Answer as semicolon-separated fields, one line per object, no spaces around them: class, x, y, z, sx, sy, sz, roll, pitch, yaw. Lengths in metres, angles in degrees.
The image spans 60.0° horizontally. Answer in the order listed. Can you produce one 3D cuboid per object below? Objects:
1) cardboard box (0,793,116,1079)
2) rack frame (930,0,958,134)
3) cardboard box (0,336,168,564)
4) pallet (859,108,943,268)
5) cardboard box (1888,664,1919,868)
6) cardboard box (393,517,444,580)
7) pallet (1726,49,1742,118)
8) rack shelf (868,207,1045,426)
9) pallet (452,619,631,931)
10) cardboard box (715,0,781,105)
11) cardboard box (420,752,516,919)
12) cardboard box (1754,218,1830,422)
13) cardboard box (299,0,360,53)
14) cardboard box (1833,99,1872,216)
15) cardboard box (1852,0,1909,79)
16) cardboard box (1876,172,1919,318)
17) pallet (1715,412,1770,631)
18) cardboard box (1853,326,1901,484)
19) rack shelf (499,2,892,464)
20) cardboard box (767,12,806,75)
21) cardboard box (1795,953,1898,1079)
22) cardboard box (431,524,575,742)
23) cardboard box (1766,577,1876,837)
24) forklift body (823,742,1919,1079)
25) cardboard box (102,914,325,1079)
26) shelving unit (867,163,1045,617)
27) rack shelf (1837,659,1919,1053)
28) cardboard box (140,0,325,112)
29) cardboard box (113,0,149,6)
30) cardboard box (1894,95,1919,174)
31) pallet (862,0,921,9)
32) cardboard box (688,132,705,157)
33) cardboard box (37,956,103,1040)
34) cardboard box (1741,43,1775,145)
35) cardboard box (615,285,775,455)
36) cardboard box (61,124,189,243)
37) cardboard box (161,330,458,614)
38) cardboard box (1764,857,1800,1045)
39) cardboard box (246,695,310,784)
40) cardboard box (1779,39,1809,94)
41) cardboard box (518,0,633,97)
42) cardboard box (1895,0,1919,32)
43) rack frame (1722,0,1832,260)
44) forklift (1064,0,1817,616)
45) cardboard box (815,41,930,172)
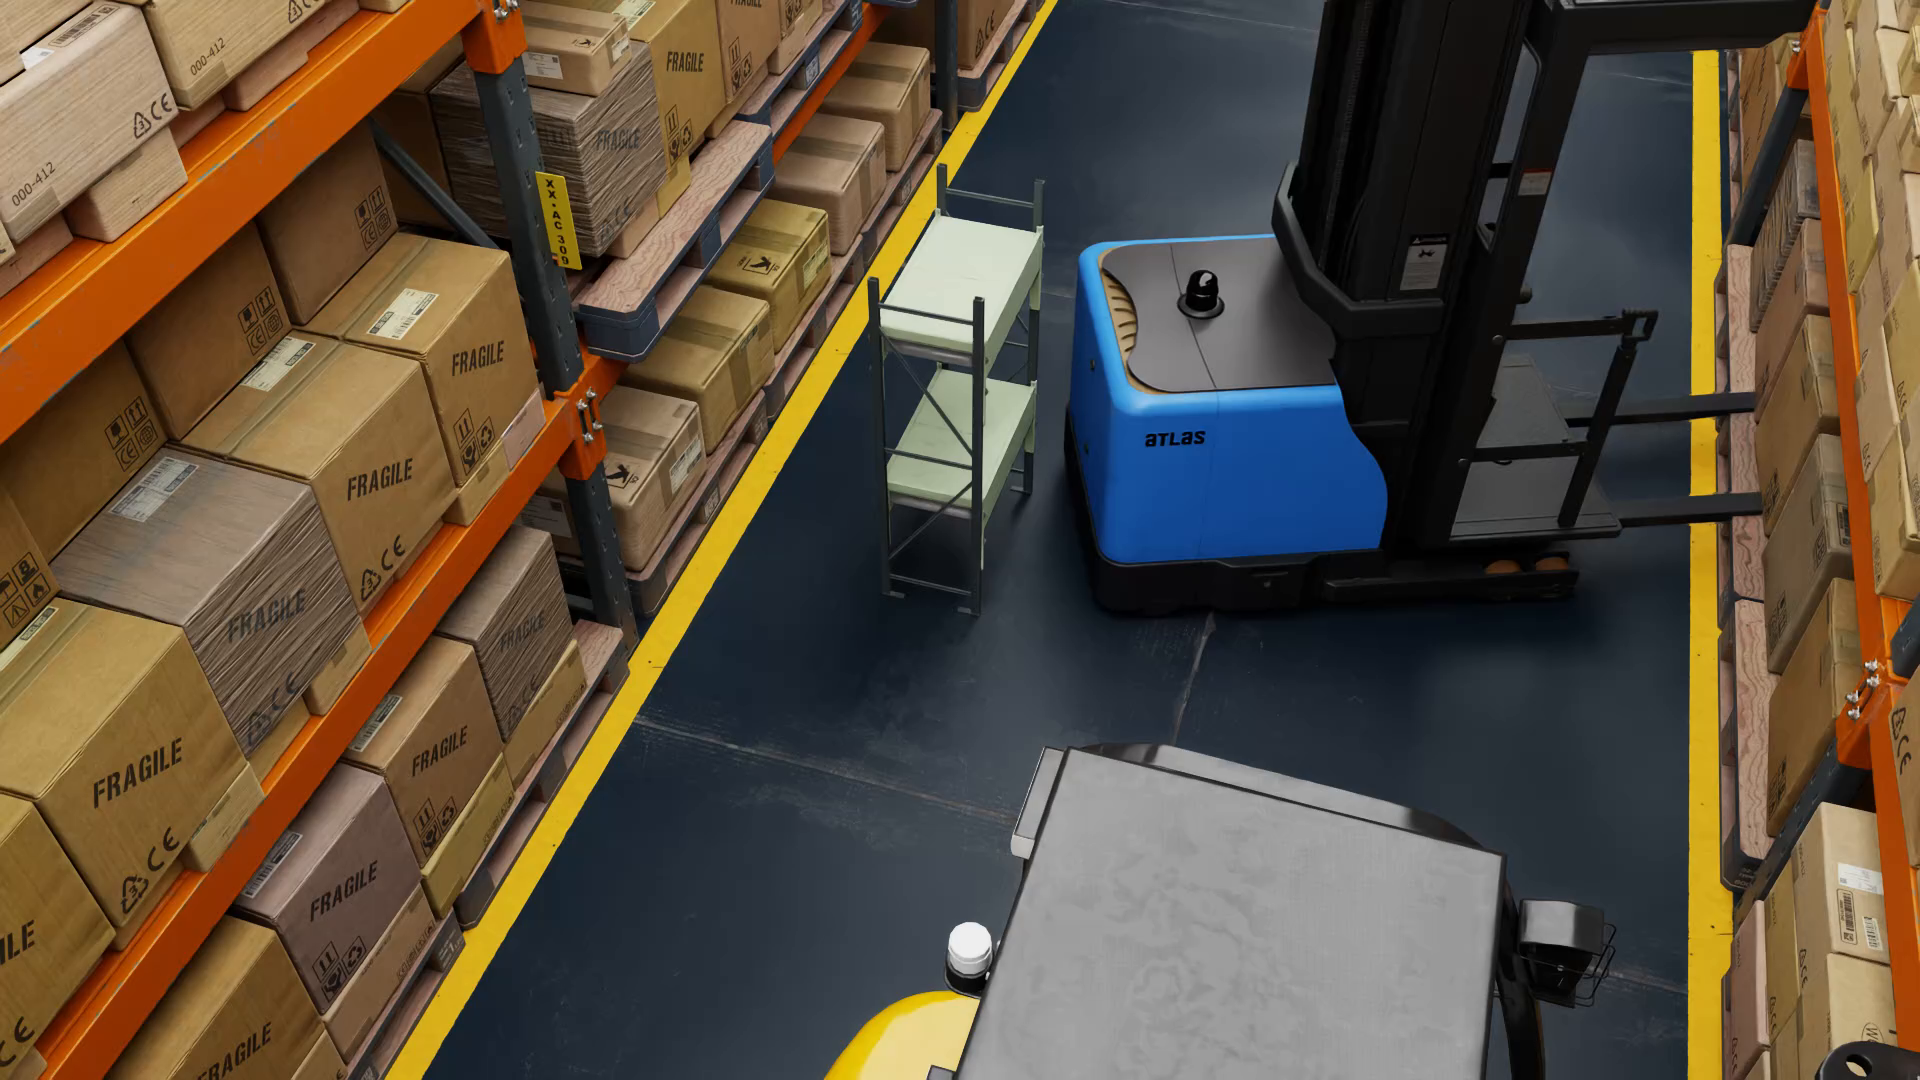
cardboard box;-2.214;0.832;3.471;0.500;0.500;0.500;12;46;12
rack frame;-0.506;-3.415;8.095;1.000;3.000;0.127;13;46;13
cardboard box;-2.411;-0.336;3.950;0.700;0.500;0.500;12;46;12
pallet;-0.744;-1.898;8.539;1.003;0.211;1.213;13;46;13
cardboard box;2.631;0.505;4.018;0.500;0.500;0.500;11;46;11
cardboard box;-1.747;-0.055;4.842;0.380;0.149;0.250;13;46;13
pallet;4.859;-2.670;9.328;1.003;0.211;1.213;13;46;13
rack shelf;-0.002;-0.811;5.948;0.431;0.370;0.720;13;46;12
pallet;-1.887;0.703;5.881;1.003;0.211;1.213;13;46;13
cardboard box;-0.988;-1.954;6.017;0.500;0.500;0.500;12;46;12
cardboard box;-1.792;0.892;5.360;0.500;0.250;0.500;11;46;11
cardboard box;3.833;-0.818;6.839;0.875;0.625;0.625;14;46;14
cardboard box;-1.683;-1.307;3.976;0.380;0.149;0.250;13;46;13
cardboard box;3.552;-1.390;6.133;0.500;0.250;0.500;11;45;11
cardboard box;3.706;-1.914;6.311;0.500;0.250;0.500;14;46;14
cardboard box;3.228;-0.891;5.265;0.500;0.250;0.500;13;46;13
pallet;3.568;-0.019;6.618;1.003;0.211;1.213;13;46;13
cardboard box;3.064;-0.374;5.095;0.500;0.250;0.500;12;46;12
rack shelf;-1.112;-1.825;6.985;1.077;0.370;4.000;13;46;13
cardboard box;-0.828;-1.974;6.502;0.380;0.149;0.250;14;46;14
cardboard box;2.404;1.370;4.156;0.500;0.250;0.500;13;46;13
cardboard box;-1.641;0.267;5.462;0.500;0.500;0.500;12;46;12
cardboard box;3.161;0.648;5.340;0.875;0.625;0.625;14;46;14
forklift body;0.638;1.619;3.558;2.313;2.155;1.214;13;46;13
cardboard box;-2.101;1.305;4.402;0.500;0.500;0.500;13;46;13
shelving unit;-0.002;-0.532;6.221;0.431;1.500;0.755;13;46;12
rack shelf;2.408;1.890;3.188;1.077;0.370;4.000;13;46;13
cardboard box;-1.747;-1.186;3.567;0.500;0.250;0.500;12;46;12
cardboard box;-1.729;-1.214;3.311;0.380;0.149;0.250;14;46;14
cardboard box;3.271;-1.294;5.392;0.380;0.149;0.250;11;46;11
pallet;-0.621;-2.849;7.654;1.213;0.211;1.003;13;46;13
cardboard box;-1.152;-1.481;5.998;0.380;0.149;0.250;15;46;15
cardboard box;-2.218;0.966;3.798;0.380;0.149;0.250;14;46;14
cardboard box;4.310;-2.282;8.424;0.500;0.500;0.500;12;46;12
cardboard box;-1.347;-0.790;6.991;0.950;0.372;0.625;15;46;15
cardboard box;-1.848;-0.773;3.431;0.380;0.149;0.250;14;46;14
cardboard box;-1.765;-0.198;4.523;0.500;0.500;0.500;14;46;14
cardboard box;2.573;1.211;4.676;0.500;0.250;0.500;12;46;12
cardboard box;-1.935;0.462;4.313;0.380;0.149;0.250;12;46;12
cardboard box;4.134;-2.238;7.915;0.380;0.149;0.250;10;45;11
cardboard box;-1.238;-1.512;5.102;0.380;0.149;0.250;12;46;12
cardboard box;3.648;-1.952;6.065;0.380;0.149;0.250;13;46;13
rack frame;4.225;-2.366;7.024;1.000;3.000;0.127;13;46;13
forklift;1.986;-1.178;5.858;3.031;2.935;1.130;-4;44;-4
cardboard box;-0.687;-2.252;8.485;0.950;0.372;0.625;10;45;10
